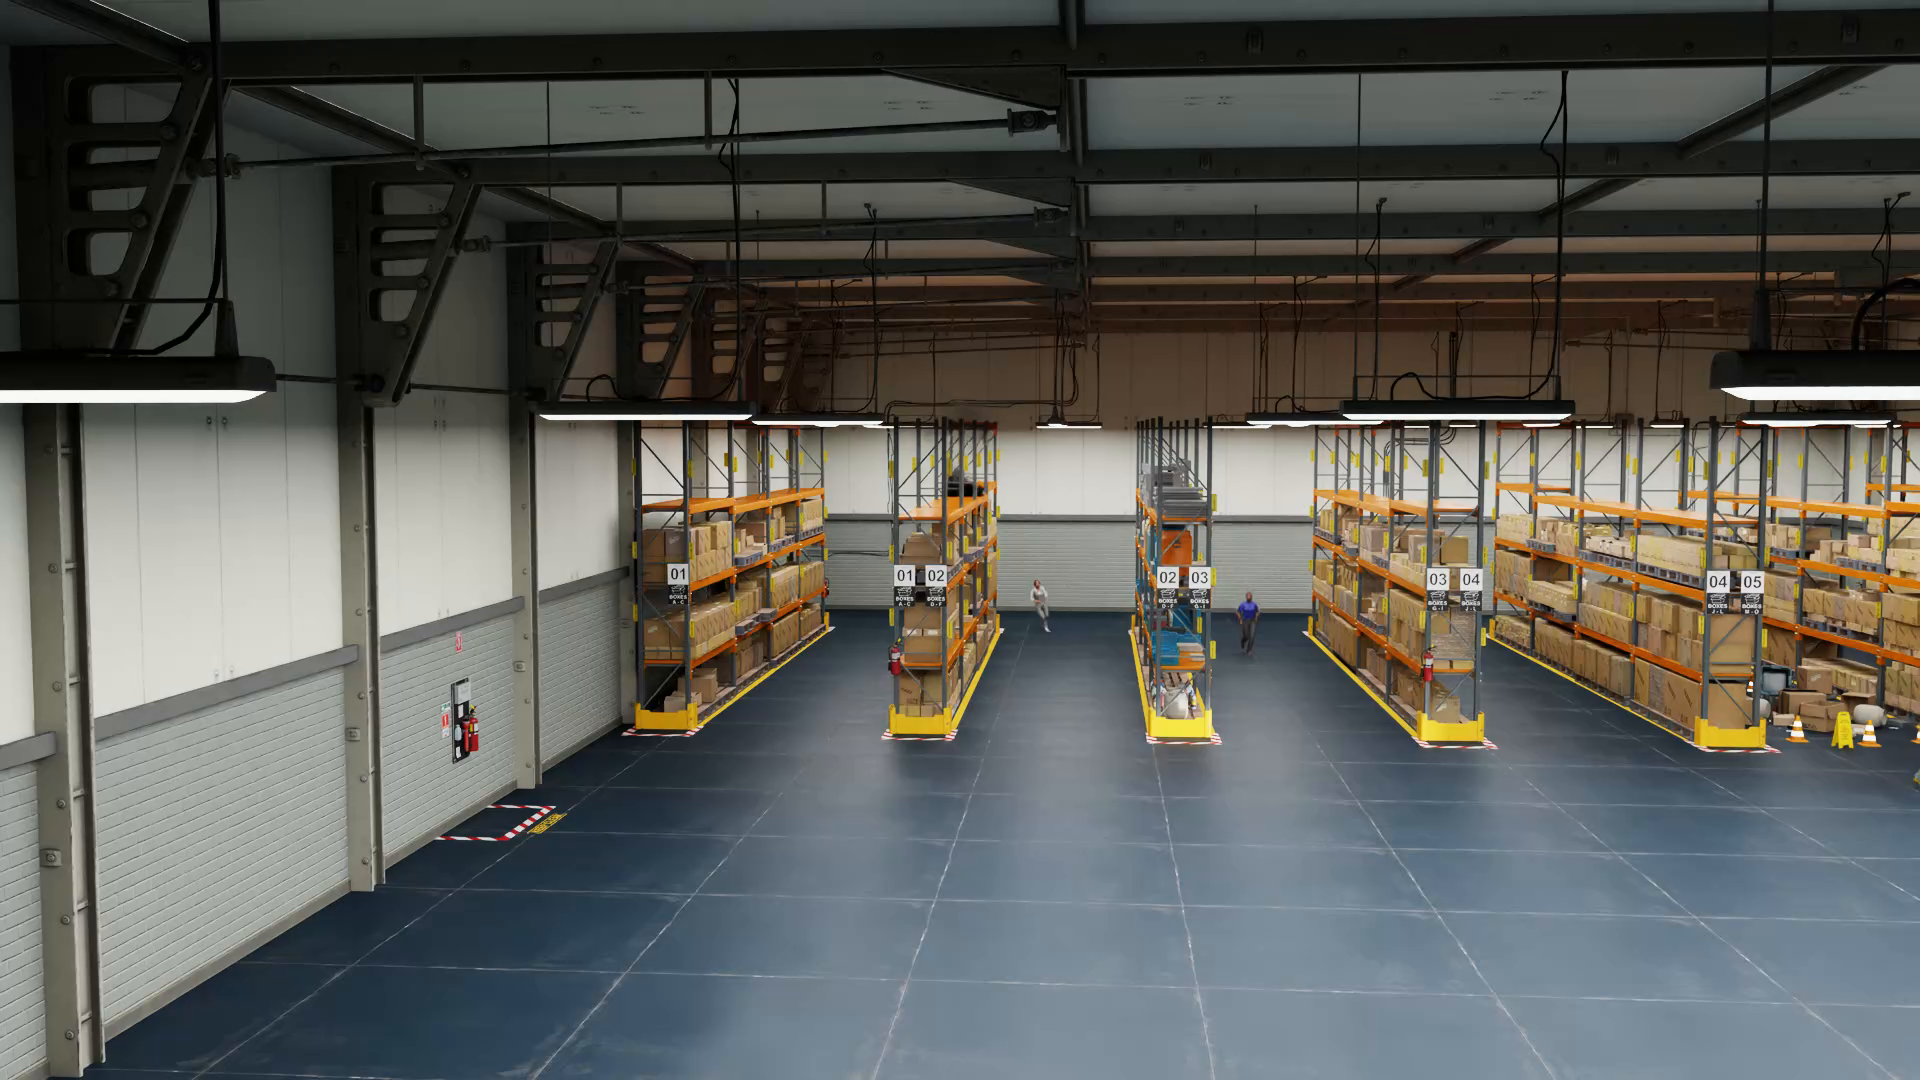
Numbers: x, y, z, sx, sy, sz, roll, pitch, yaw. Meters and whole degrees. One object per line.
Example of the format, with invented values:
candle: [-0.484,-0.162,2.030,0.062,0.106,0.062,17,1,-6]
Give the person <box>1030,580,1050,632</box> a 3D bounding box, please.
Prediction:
person: [2.288,1.871,47.337,0.595,1.511,0.529,-1,4,-13]

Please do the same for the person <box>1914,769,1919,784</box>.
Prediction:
person: [15.582,3.131,26.313,0.728,1.795,0.841,-4,5,-44]

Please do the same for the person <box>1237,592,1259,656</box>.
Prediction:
person: [7.404,2.146,42.682,0.582,1.618,0.578,0,4,-4]

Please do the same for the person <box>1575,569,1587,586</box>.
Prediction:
person: [17.684,1.740,47.398,0.835,1.836,0.672,0,4,4]
